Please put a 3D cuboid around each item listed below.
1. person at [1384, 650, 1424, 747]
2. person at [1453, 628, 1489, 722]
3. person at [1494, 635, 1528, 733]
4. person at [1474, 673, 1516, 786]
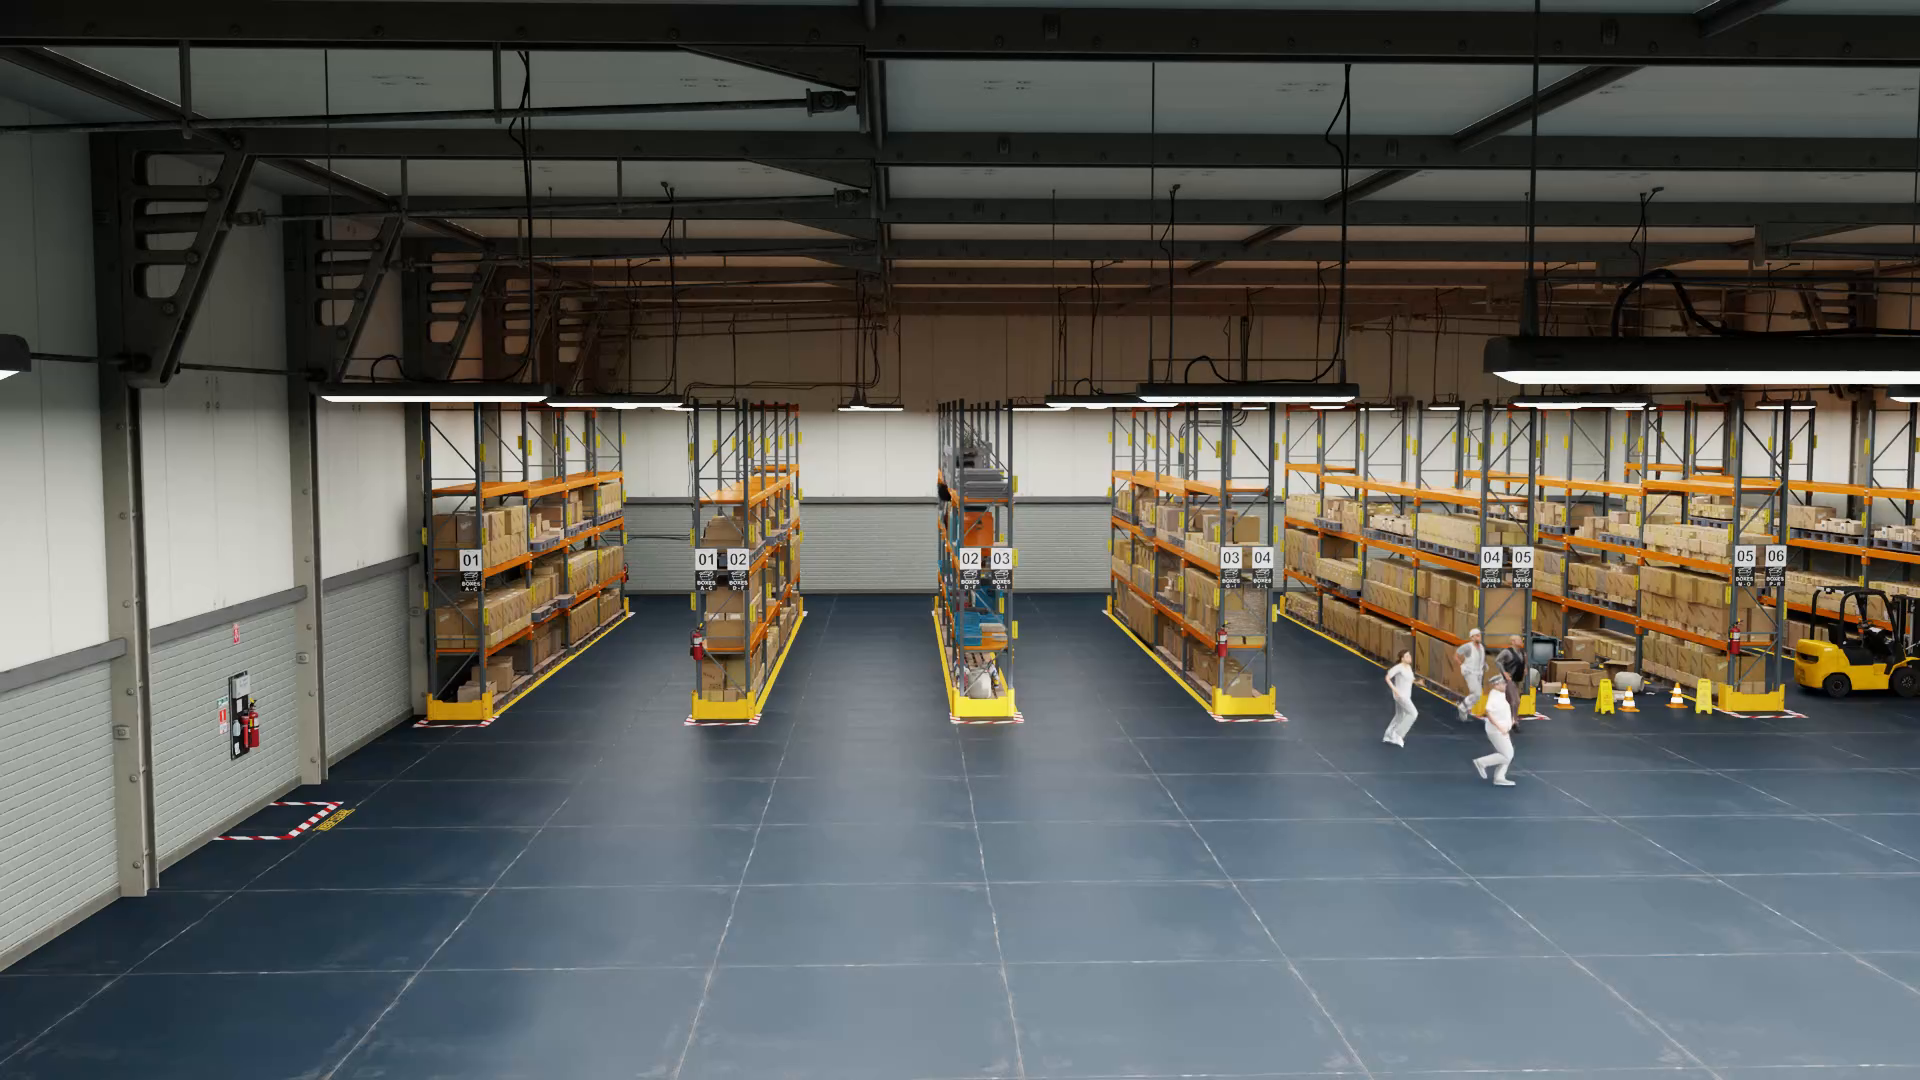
[{"bbox_3d":[7.665,2.721,28.698,0.669,1.674,0.540,3,5,35],"label":"person"},{"bbox_3d":[9.522,2.506,30.755,0.693,1.736,0.531,-3,5,-32],"label":"person"},{"bbox_3d":[9.968,2.576,30.194,0.661,1.753,0.832,-4,6,-39],"label":"person"},{"bbox_3d":[8.241,2.910,25.593,0.619,1.736,0.679,1,5,17],"label":"person"}]
